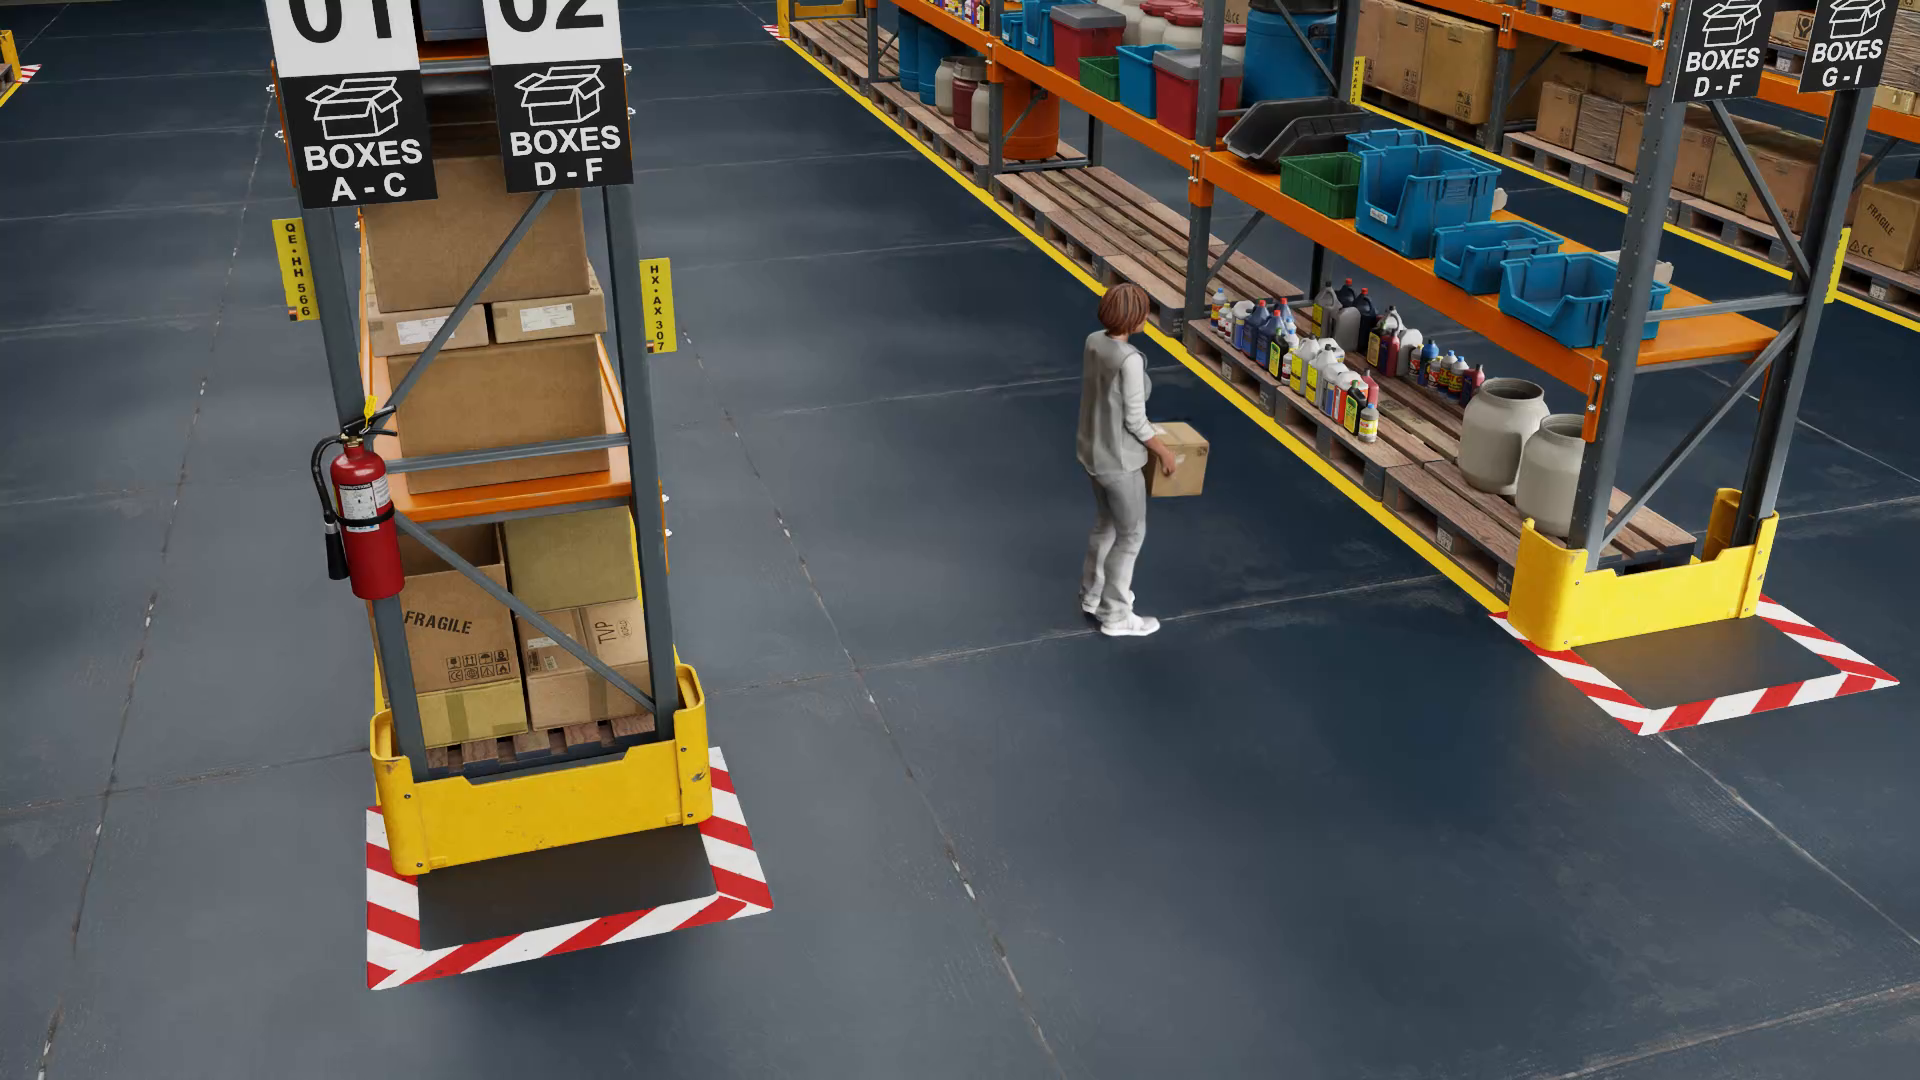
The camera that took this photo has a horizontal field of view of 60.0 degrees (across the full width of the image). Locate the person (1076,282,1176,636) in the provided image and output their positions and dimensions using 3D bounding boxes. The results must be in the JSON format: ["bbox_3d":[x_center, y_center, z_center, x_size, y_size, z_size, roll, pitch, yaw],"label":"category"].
[{"bbox_3d":[0.723,-0.360,7.332,0.397,1.603,0.444,-9,28,-17],"label":"person"}]
